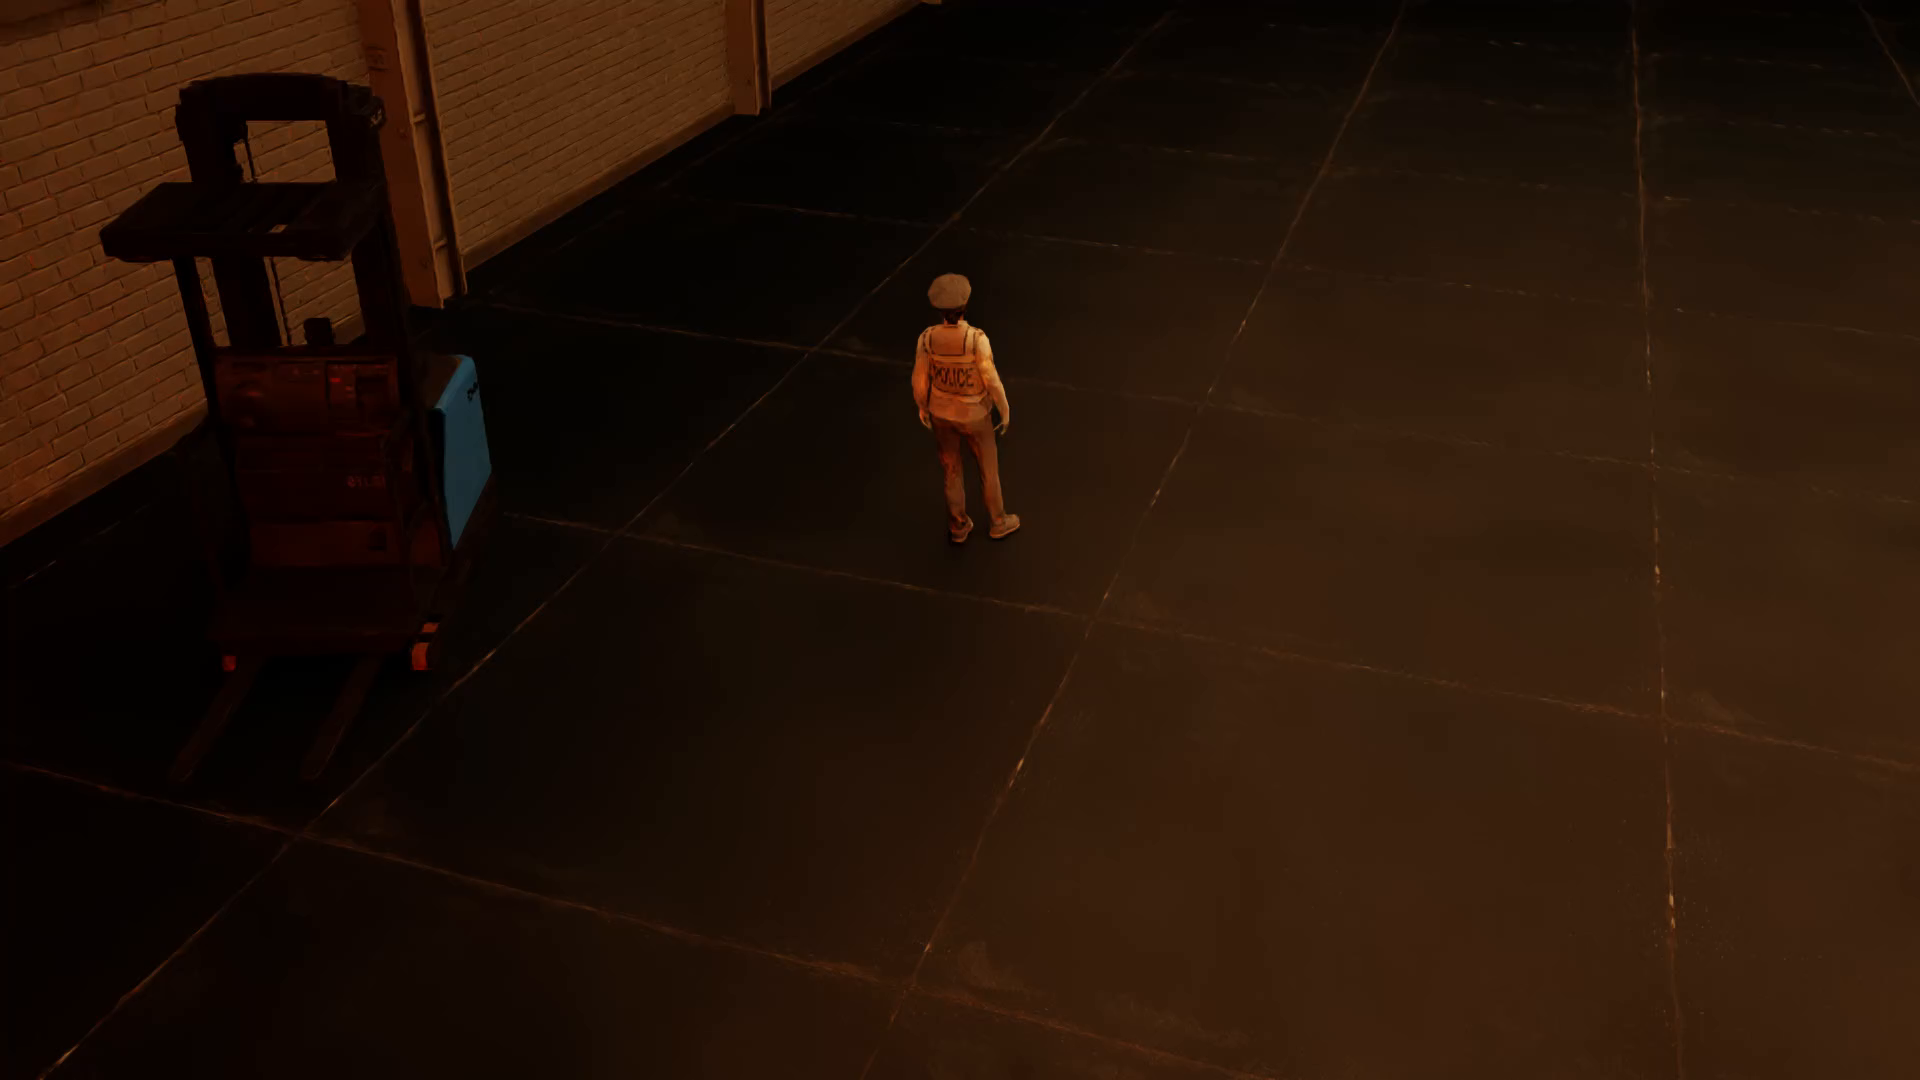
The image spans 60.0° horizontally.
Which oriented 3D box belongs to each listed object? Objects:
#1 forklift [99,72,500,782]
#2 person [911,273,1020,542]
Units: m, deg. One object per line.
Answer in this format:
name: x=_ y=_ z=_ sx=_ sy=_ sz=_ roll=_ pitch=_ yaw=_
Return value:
forklift: x=-3.356 y=-0.719 z=8.397 sx=1.130 sy=2.935 sz=3.031 roll=-1 pitch=30 yaw=-1
person: x=0.029 y=-0.773 z=9.726 sx=0.586 sy=1.695 sz=0.532 roll=10 pitch=31 yaw=16
